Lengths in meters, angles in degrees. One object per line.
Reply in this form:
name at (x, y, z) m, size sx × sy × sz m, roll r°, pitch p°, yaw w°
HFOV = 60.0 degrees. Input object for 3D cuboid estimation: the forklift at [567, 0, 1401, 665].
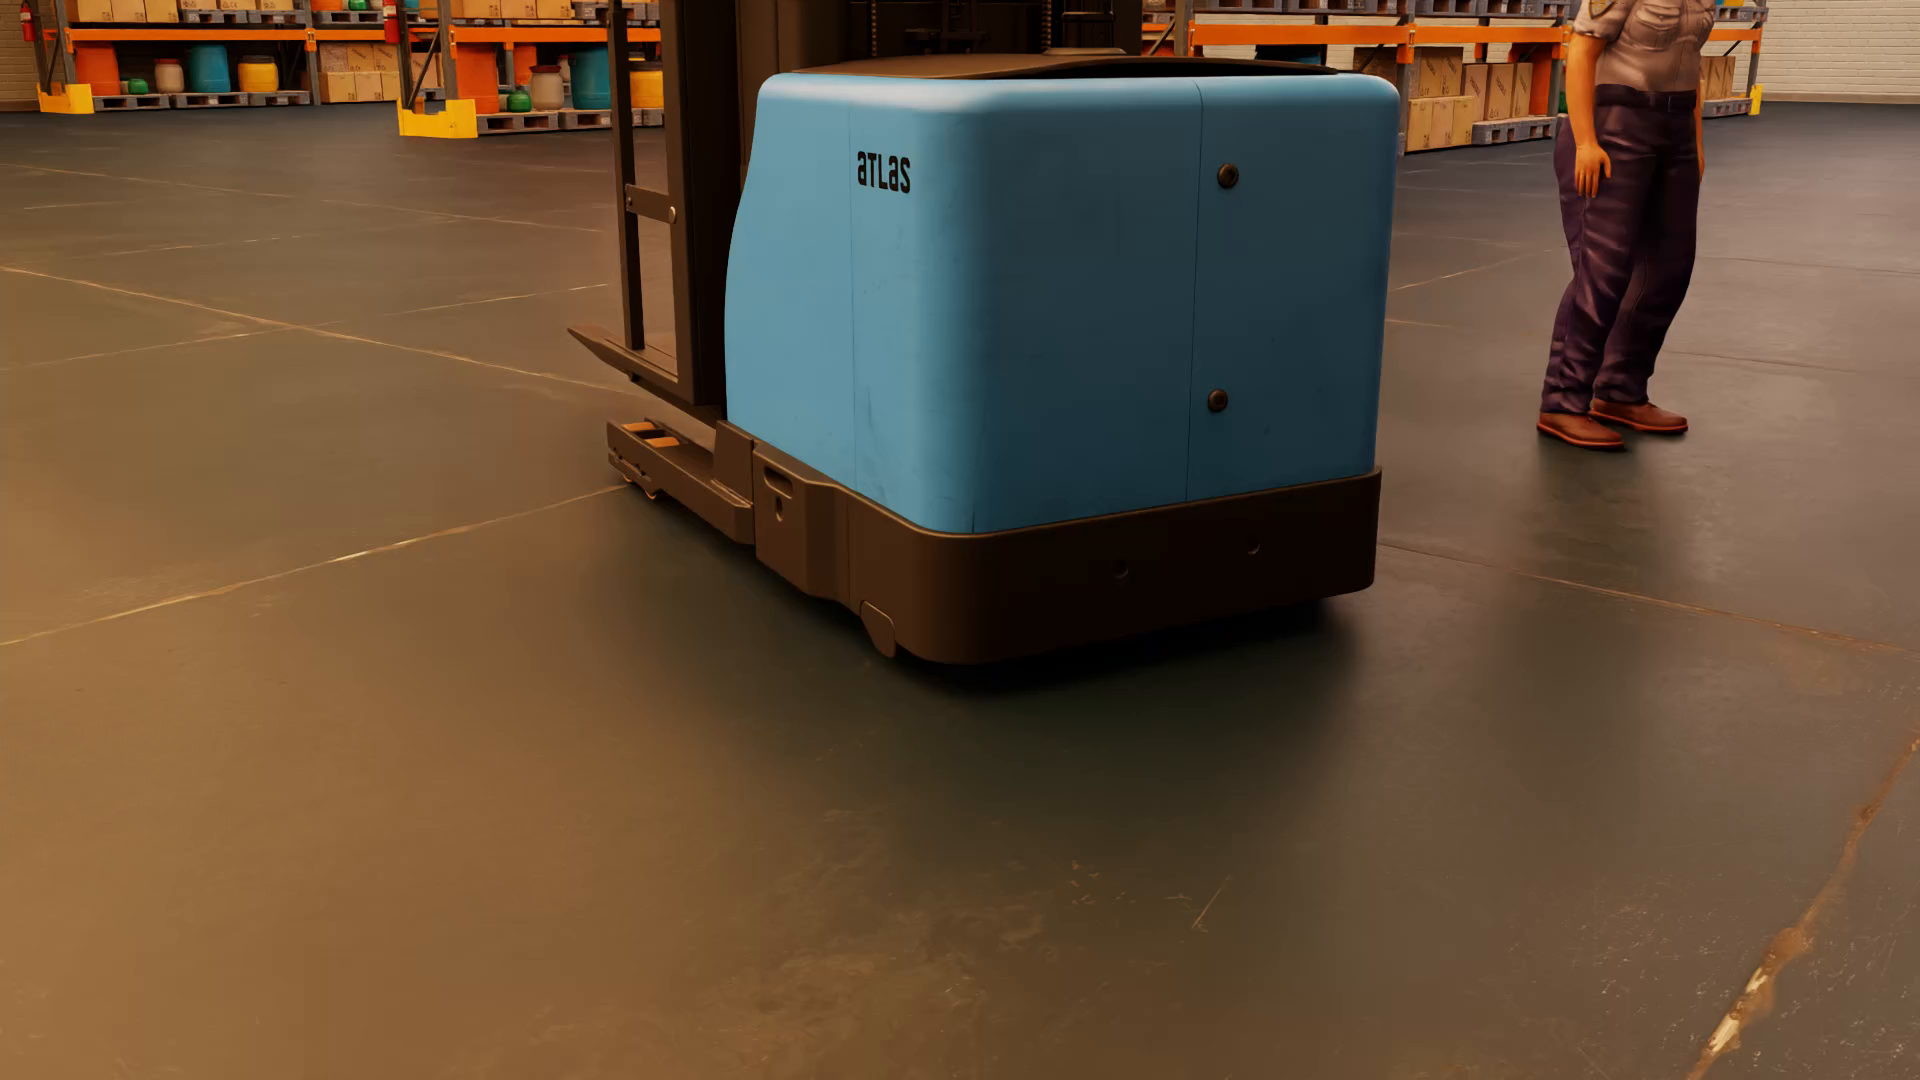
forklift at (-0.288, -1.559, 4.031) m, size 1.130 × 2.935 × 3.031 m, roll -9°, pitch 19°, yaw -27°

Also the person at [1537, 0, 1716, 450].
person at (1.959, -1.118, 4.796) m, size 0.551 × 1.646 × 0.387 m, roll -10°, pitch 20°, yaw -31°
